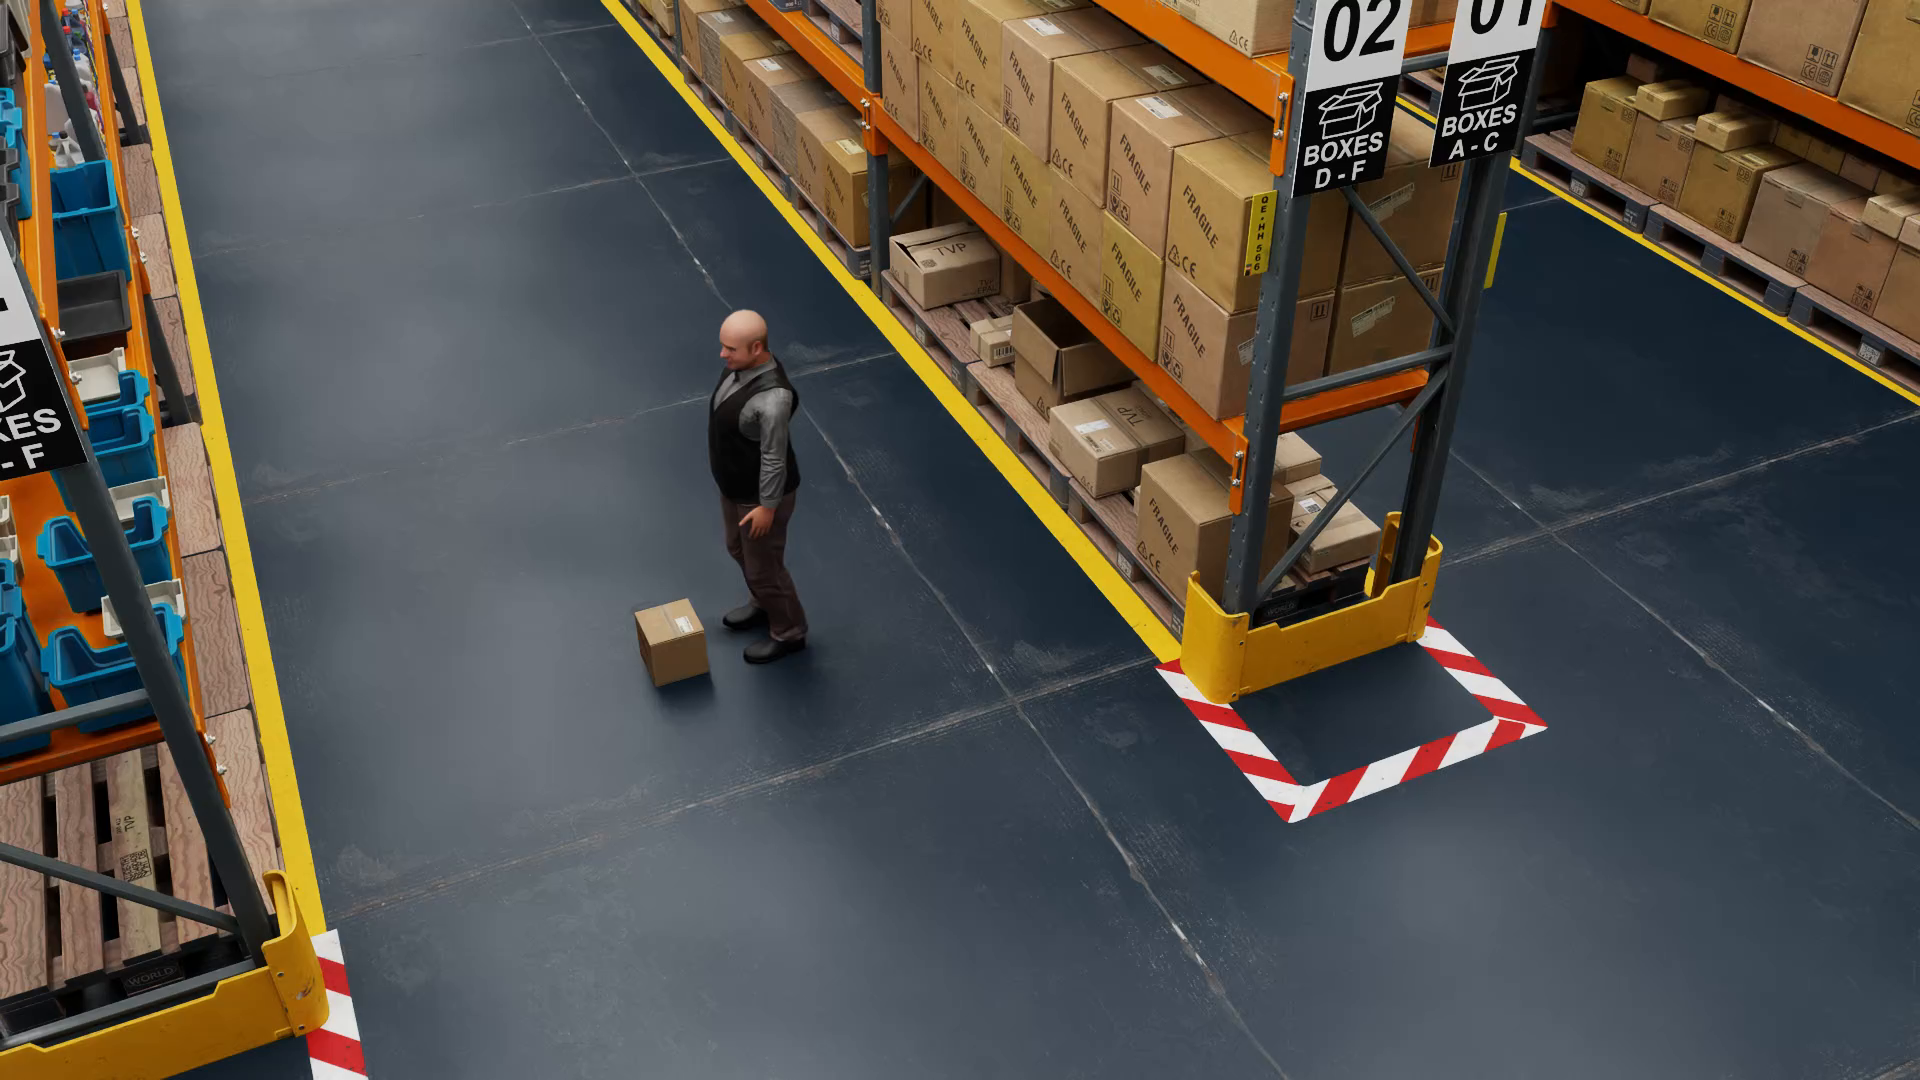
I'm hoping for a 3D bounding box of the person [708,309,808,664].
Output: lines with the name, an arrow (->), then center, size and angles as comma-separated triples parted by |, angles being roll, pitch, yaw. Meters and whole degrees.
person -> -0.877, -0.229, 7.190 | 0.358, 1.714, 0.533 | -15, 40, -19
